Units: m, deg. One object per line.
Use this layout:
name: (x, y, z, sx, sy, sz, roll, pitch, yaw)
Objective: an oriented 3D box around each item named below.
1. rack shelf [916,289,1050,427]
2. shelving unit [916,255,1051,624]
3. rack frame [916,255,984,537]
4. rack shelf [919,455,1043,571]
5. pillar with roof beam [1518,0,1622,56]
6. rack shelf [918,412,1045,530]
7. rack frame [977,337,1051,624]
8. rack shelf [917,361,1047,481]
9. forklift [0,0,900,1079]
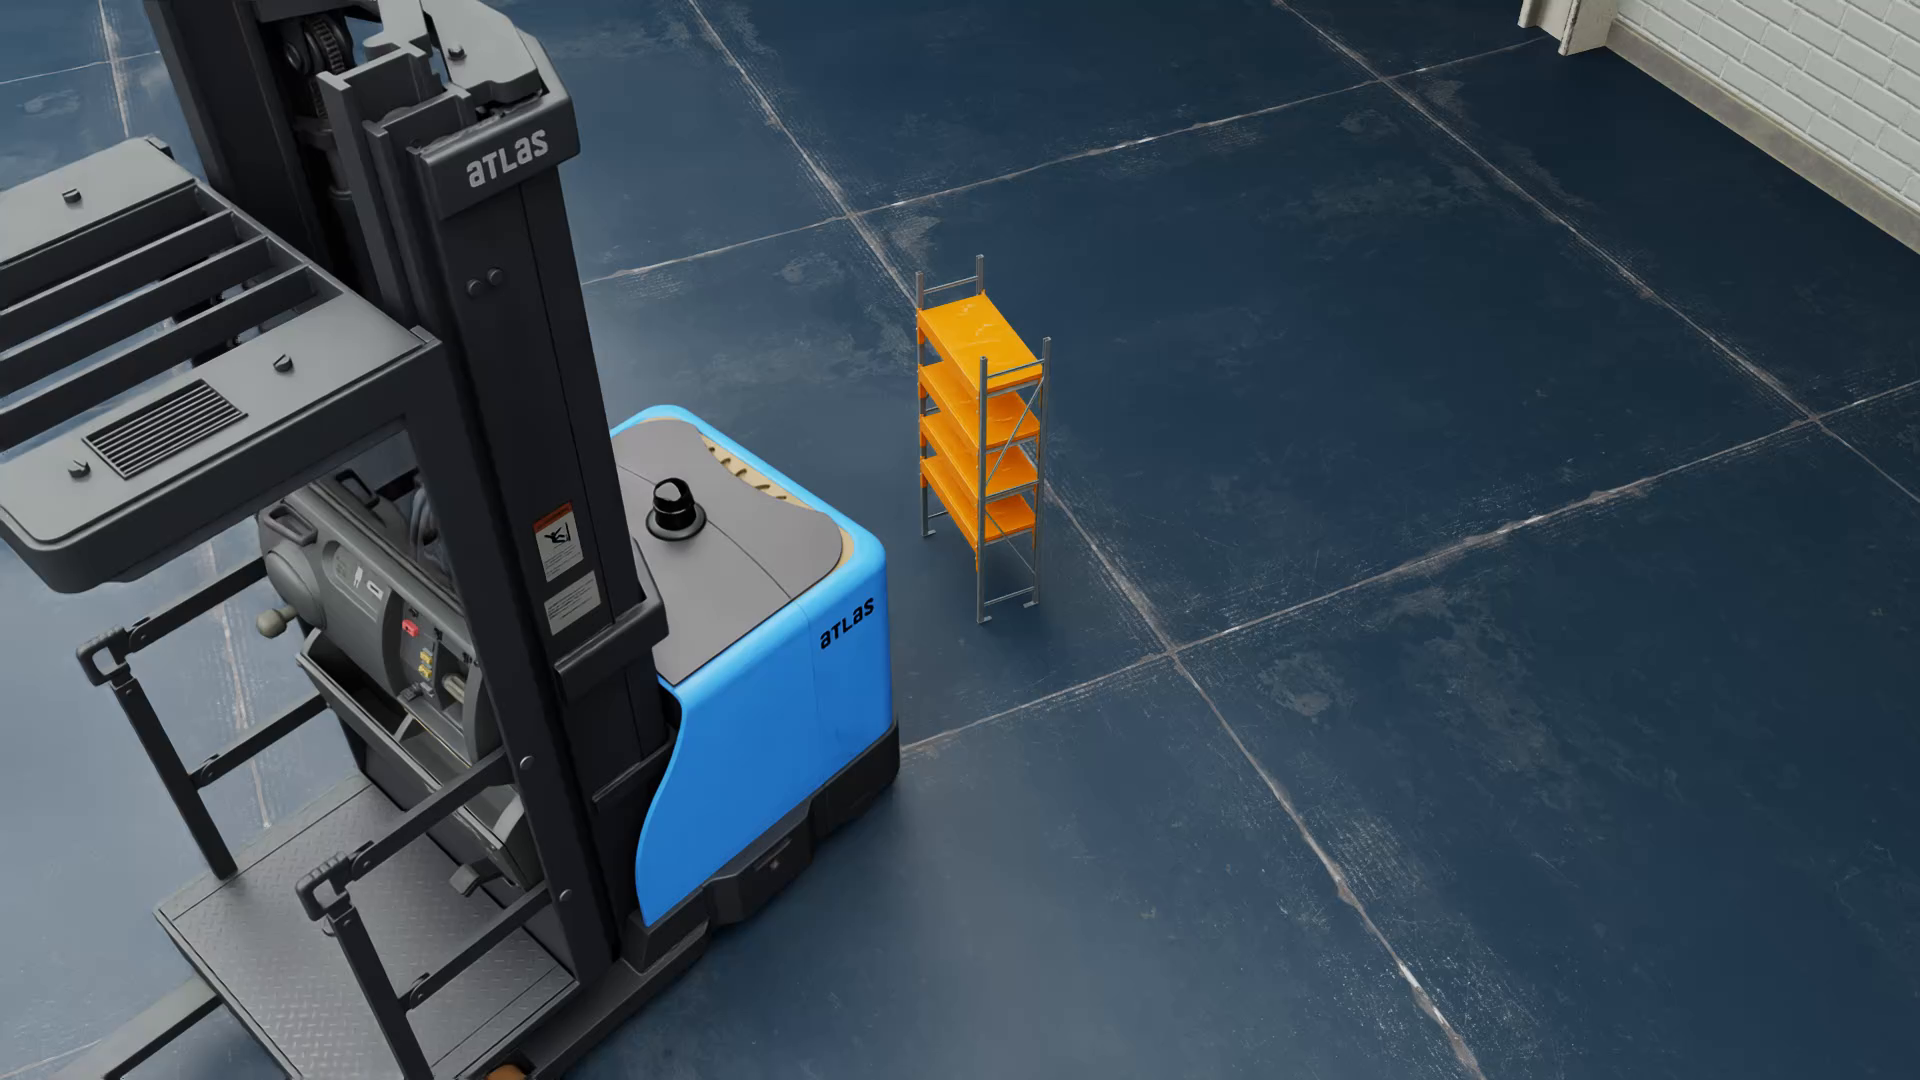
rack shelf: (0.070, -0.601, 5.446, 0.258, 0.148, 0.480, -18, 47, -17)
shelving unit: (0.070, -0.322, 5.722, 0.258, 1.200, 0.503, -18, 47, -17)
rack frame: (-0.033, -0.477, 5.879, 0.240, 1.200, 0.015, -18, 47, -17)
rack shelf: (0.070, -0.132, 5.908, 0.258, 0.148, 0.480, -18, 47, -17)
pillar with roof beam: (-0.628, -4.685, 4.591, 9.100, 9.000, 0.400, -18, 47, -17)
rack shelf: (0.070, -0.274, 5.769, 0.258, 0.148, 0.480, -18, 47, -17)
rack frame: (0.172, -0.166, 5.564, 0.240, 1.200, 0.015, -18, 47, -17)
rack shelf: (0.070, -0.433, 5.612, 0.258, 0.148, 0.480, -18, 47, -17)
forklift: (-1.565, 0.263, 3.896, 1.130, 2.935, 3.031, 33, 53, 29)
